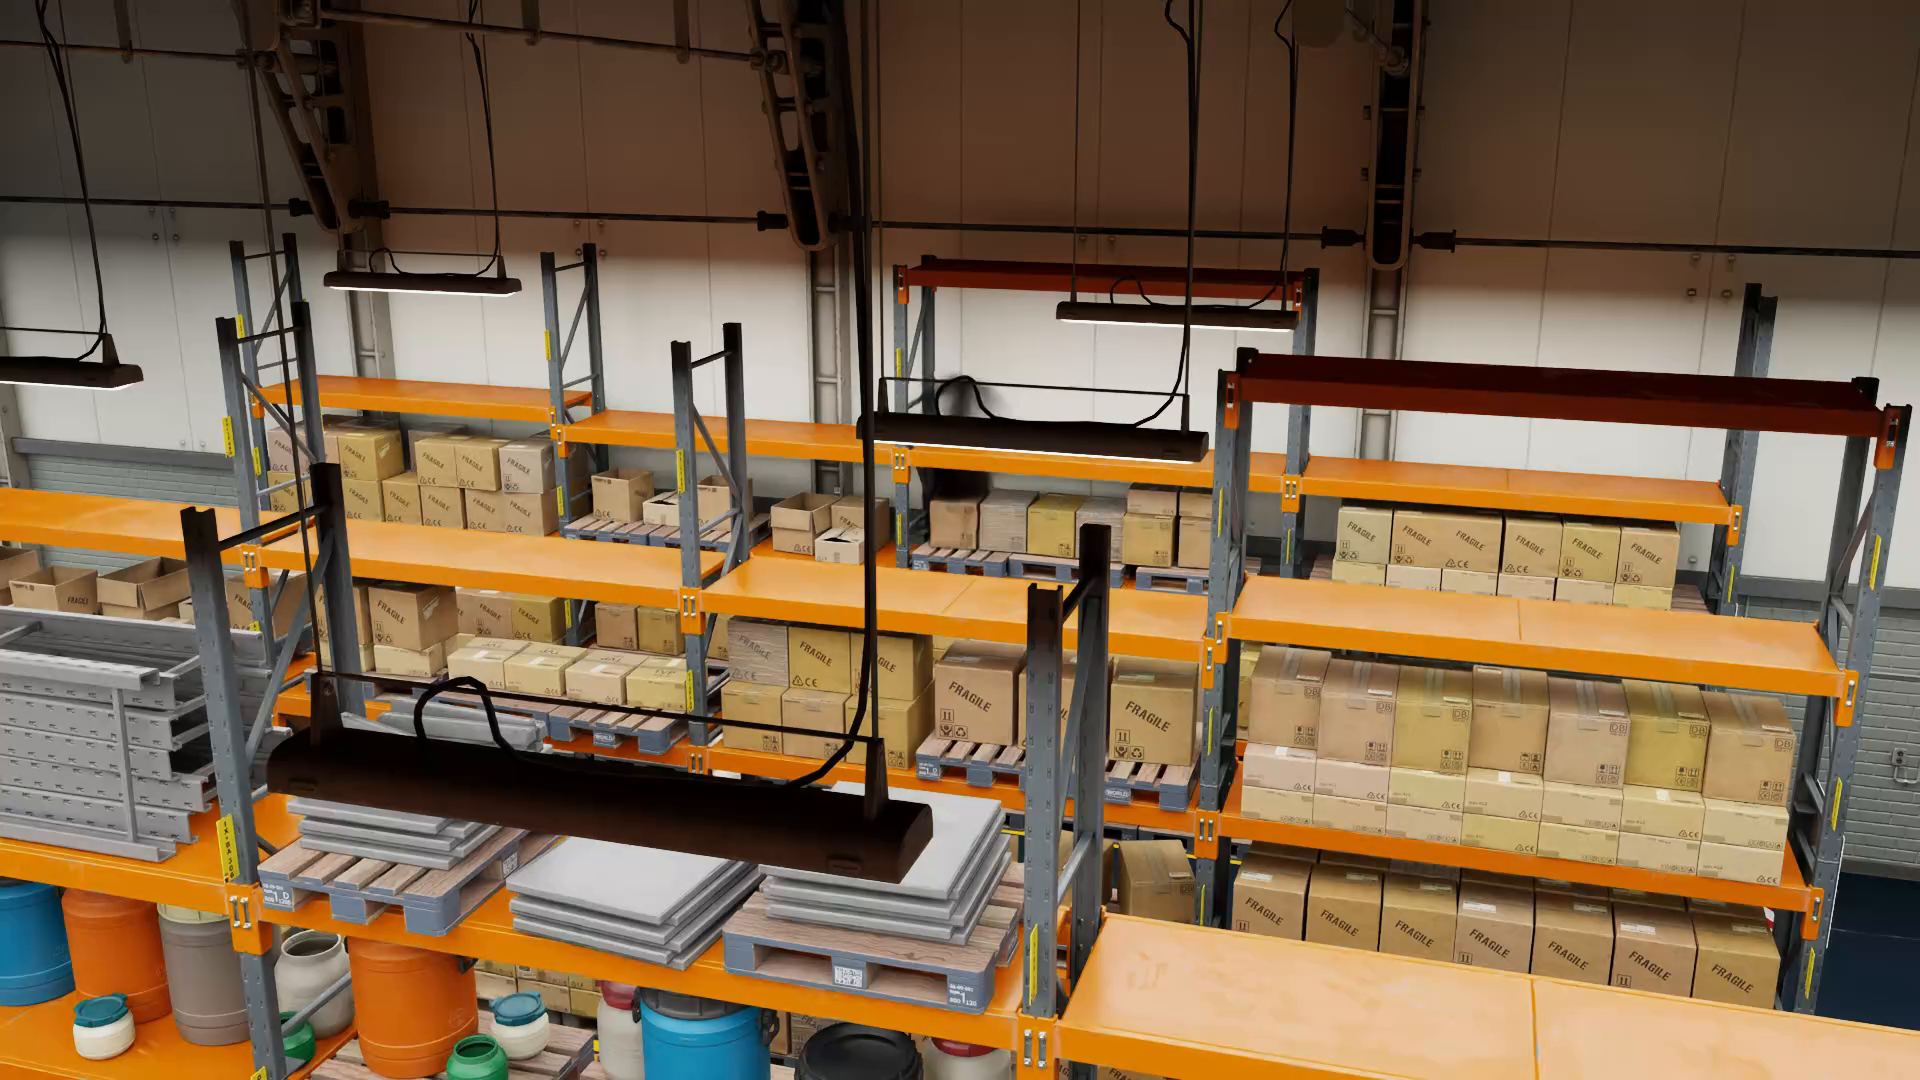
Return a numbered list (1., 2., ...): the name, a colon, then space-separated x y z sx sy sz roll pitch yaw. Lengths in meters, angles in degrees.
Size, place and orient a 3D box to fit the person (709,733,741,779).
1. person: -2.301 2.684 16.377 0.560 1.725 0.745 4 17 14
